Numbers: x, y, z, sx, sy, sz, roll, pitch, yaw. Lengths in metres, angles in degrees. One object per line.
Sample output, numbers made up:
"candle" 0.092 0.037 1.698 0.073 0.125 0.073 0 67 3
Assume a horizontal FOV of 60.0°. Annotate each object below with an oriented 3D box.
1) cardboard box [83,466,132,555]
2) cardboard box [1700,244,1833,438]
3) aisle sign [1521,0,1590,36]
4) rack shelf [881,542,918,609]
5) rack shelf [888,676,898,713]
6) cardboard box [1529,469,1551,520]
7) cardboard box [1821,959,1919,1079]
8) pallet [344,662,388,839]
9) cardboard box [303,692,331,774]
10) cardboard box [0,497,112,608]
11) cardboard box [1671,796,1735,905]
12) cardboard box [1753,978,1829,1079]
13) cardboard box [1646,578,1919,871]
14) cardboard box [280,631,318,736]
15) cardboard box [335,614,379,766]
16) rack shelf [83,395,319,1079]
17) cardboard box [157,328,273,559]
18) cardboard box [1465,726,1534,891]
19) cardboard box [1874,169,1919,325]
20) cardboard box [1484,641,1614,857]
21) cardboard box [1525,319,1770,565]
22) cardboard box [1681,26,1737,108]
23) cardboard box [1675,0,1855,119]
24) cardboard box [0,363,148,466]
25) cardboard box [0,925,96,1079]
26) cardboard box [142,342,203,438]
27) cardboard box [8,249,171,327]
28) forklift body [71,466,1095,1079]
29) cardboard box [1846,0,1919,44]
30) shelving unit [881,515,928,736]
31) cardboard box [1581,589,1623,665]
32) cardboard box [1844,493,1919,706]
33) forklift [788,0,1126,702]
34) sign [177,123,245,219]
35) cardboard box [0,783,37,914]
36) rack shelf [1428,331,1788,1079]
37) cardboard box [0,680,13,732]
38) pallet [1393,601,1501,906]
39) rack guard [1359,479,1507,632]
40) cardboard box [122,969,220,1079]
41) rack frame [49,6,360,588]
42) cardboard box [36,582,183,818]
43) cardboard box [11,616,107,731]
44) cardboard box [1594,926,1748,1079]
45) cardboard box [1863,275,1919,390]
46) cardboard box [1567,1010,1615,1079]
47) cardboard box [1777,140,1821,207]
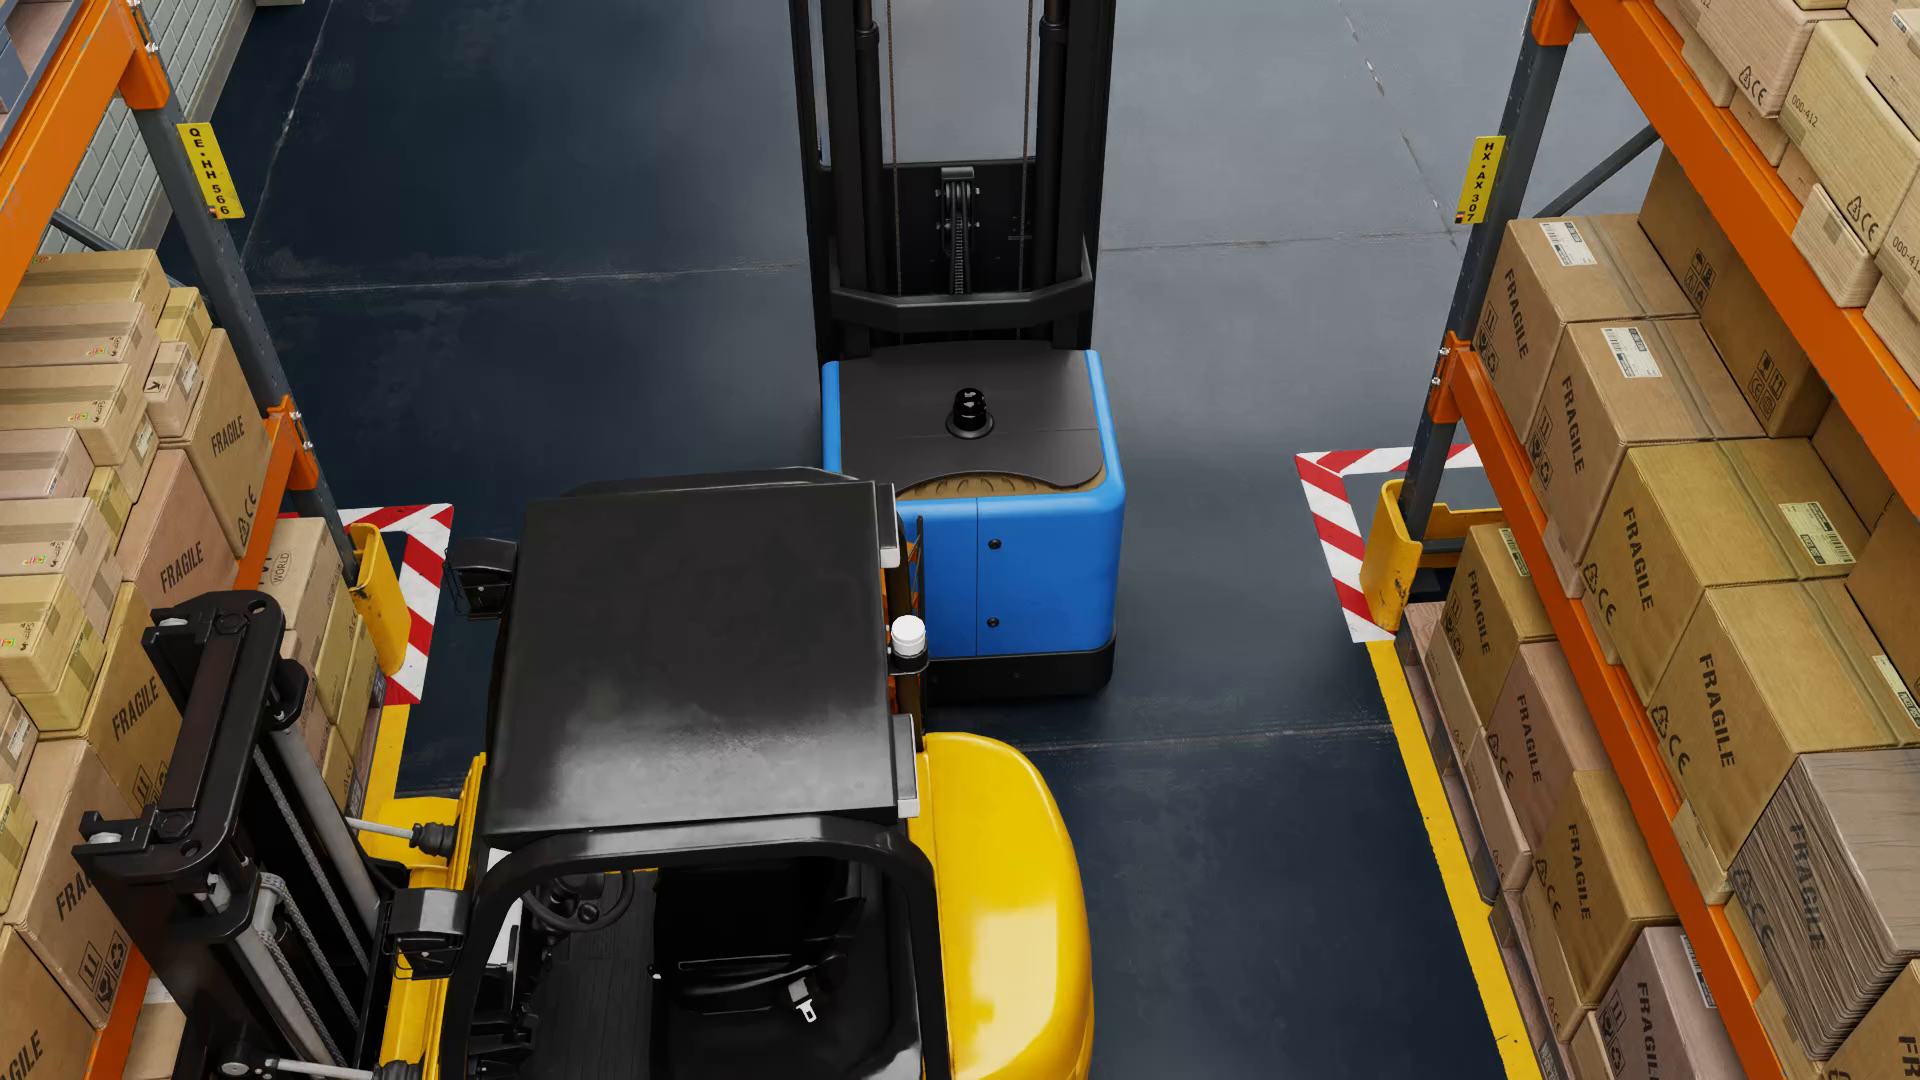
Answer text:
"cardboard box" -2.414 -0.047 4.350 0.380 0.149 0.250 -4 47 -4
"cardboard box" 2.498 -0.640 4.464 0.700 0.500 0.500 -3 47 -3
"aisle sign" 1.889 -1.802 4.737 0.394 0.787 0.004 -3 47 -3
"rack shelf" -0.395 0.082 5.441 0.480 0.148 0.258 15 48 14
"rack shelf" -0.395 0.399 5.775 0.480 0.148 0.258 15 48 14
"cardboard box" 2.002 -0.159 5.144 0.380 0.149 0.250 -5 47 -5
"cardboard box" 2.203 1.196 3.414 0.500 0.500 0.500 -2 47 -2
"pallet" -2.637 0.931 5.859 1.003 0.211 1.213 -3 47 -3
"cardboard box" -2.360 0.748 5.373 0.500 0.250 0.500 -4 47 -4
"cardboard box" -2.323 0.039 4.063 0.380 0.149 0.250 -2 47 -2
"cardboard box" 2.069 0.778 4.257 0.380 0.149 0.250 -3 47 -3
"cardboard box" 2.119 1.149 3.905 0.380 0.149 0.250 -4 47 -4
"cardboard box" 2.107 0.451 4.120 0.500 0.500 0.500 -4 47 -4
"cardboard box" -2.345 0.562 5.204 0.500 0.250 0.500 -3 47 -3
"cardboard box" -2.389 0.544 5.910 0.500 0.250 0.500 -3 47 -3
"rack shelf" -2.576 1.116 4.259 1.077 0.370 4.000 -3 47 -3
"cardboard box" -2.440 -0.272 5.010 0.500 0.500 0.500 -4 47 -4
"cardboard box" 2.030 0.889 5.583 0.500 0.250 0.500 -2 47 -2
"cardboard box" 2.103 -0.476 3.104 0.500 0.250 0.500 -3 47 -2
"cardboard box" 2.045 0.656 5.287 0.500 0.500 0.500 -5 47 -5
"cardboard box" 2.013 -0.285 4.817 0.500 0.500 0.500 -2 47 -2
"cardboard box" 2.006 -1.190 4.054 0.380 0.149 0.250 -2 47 -2
"cardboard box" 2.012 -1.220 3.808 0.500 0.250 0.500 -4 47 -4
"cardboard box" -2.403 -0.327 4.410 0.380 0.149 0.250 -3 47 -2
"cardboard box" -2.289 1.202 3.613 0.500 0.500 0.500 -4 47 -4
"cardboard box" -2.384 -0.419 4.701 0.380 0.149 0.250 -3 47 -3
"cardboard box" -2.503 -0.692 4.755 0.380 0.149 0.250 -3 47 -3
"forklift body" -0.766 0.975 4.482 2.313 2.155 1.214 -3 47 -3
"cardboard box" 2.089 -1.107 3.427 0.380 0.149 0.250 -4 47 -3
"shelving unit" -0.395 0.352 5.726 0.503 1.200 0.258 15 48 14
"cardboard box" 2.032 0.212 4.792 0.380 0.149 0.250 -2 47 -2
"cardboard box" 2.547 0.092 3.771 0.700 0.500 0.500 -4 47 -4
"forklift" -0.042 -1.460 6.250 1.130 2.935 3.031 -3 47 -3
"sign" -2.201 -1.081 4.883 0.100 0.325 0.005 -3 47 -3
"cardboard box" -2.282 0.692 3.650 0.380 0.149 0.250 -4 47 -4
"rack shelf" 2.370 0.812 4.547 1.077 0.370 4.000 -3 47 -3
"cardboard box" -2.369 0.418 3.704 0.380 0.149 0.250 -3 47 -3
"pallet" 2.242 0.721 6.058 1.003 0.211 1.213 -3 47 -3
"rack guard" 2.209 0.032 6.512 1.175 0.500 0.348 -3 47 -3
"cardboard box" -2.258 1.294 4.511 0.500 0.250 0.500 -4 47 -4
"rack frame" -2.743 -0.578 5.368 1.000 3.000 0.127 -3 47 -3
"cardboard box" -2.363 0.474 4.303 0.500 0.500 0.500 -4 47 -4
"cardboard box" -2.303 0.325 3.997 0.380 0.149 0.250 -3 47 -3
"cardboard box" 2.133 1.406 4.577 0.500 0.500 0.500 -1 47 -1
"cardboard box" 2.082 -0.445 3.349 0.380 0.149 0.250 -5 47 -4
"cardboard box" 2.128 1.648 4.864 0.500 0.250 0.500 -3 47 -3
"cardboard box" 2.078 -0.820 3.704 0.380 0.149 0.250 -5 47 -5
